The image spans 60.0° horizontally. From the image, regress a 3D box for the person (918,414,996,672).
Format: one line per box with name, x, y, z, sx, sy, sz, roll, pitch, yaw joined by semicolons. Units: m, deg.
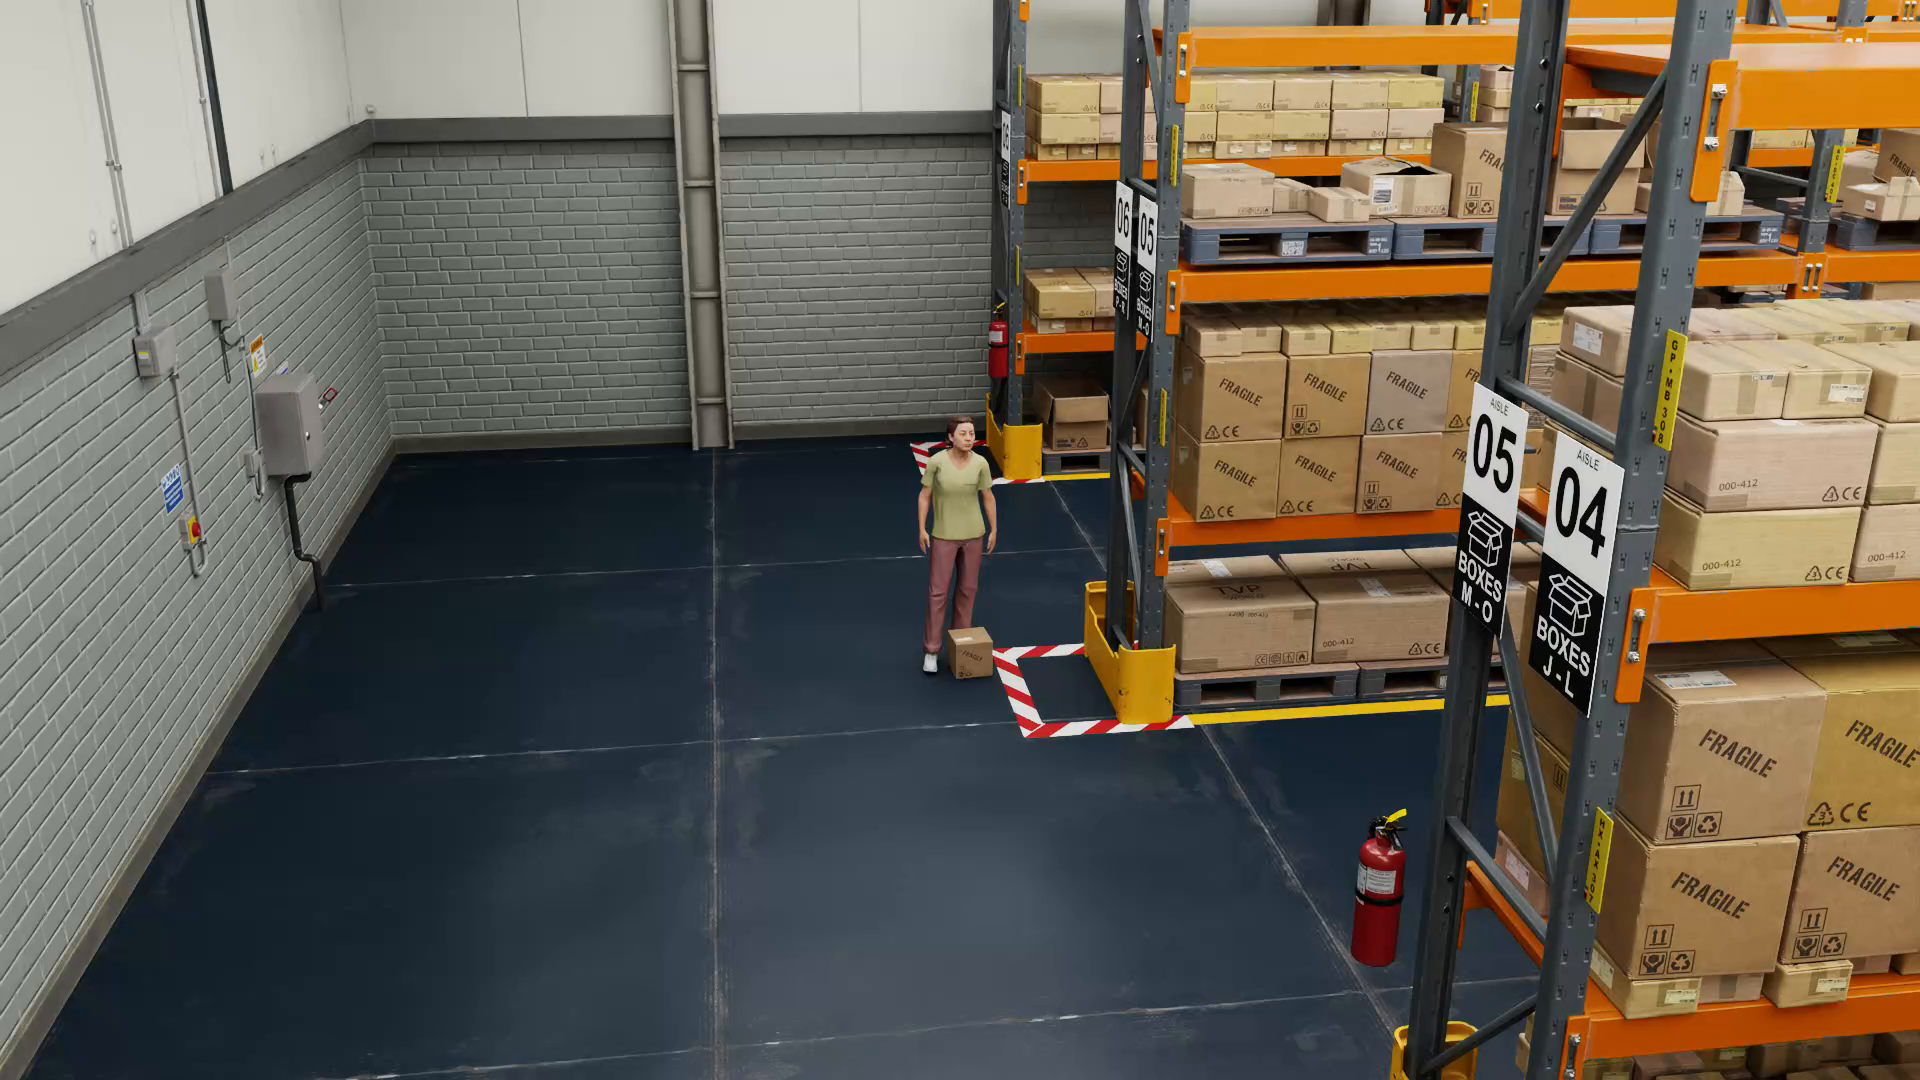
person;-0.009;0.005;11.035;0.554;1.673;0.548;-4;20;-10
